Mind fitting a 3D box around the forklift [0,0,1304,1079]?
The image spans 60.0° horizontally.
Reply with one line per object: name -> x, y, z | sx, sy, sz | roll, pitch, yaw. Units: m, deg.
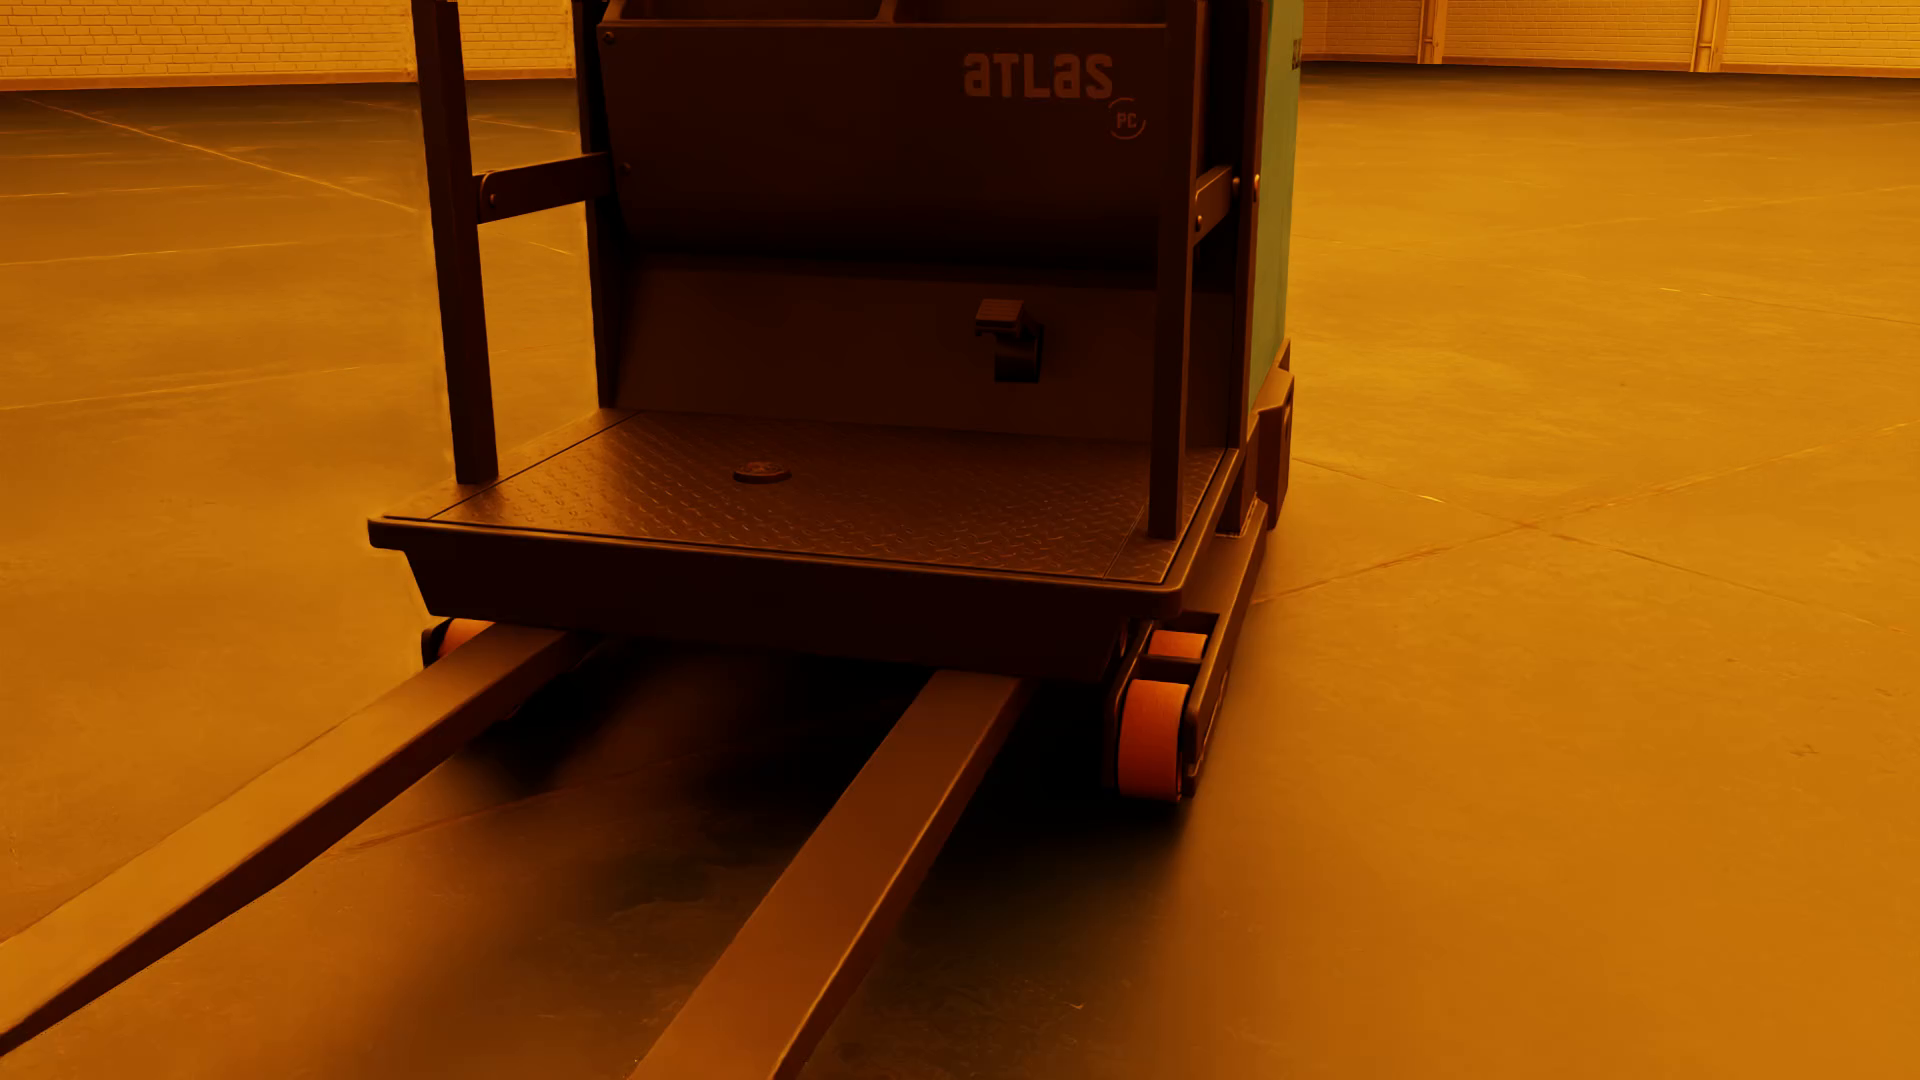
forklift -> -0.145, -1.177, 2.168 | 1.130, 2.935, 3.031 | 5, 18, 14
